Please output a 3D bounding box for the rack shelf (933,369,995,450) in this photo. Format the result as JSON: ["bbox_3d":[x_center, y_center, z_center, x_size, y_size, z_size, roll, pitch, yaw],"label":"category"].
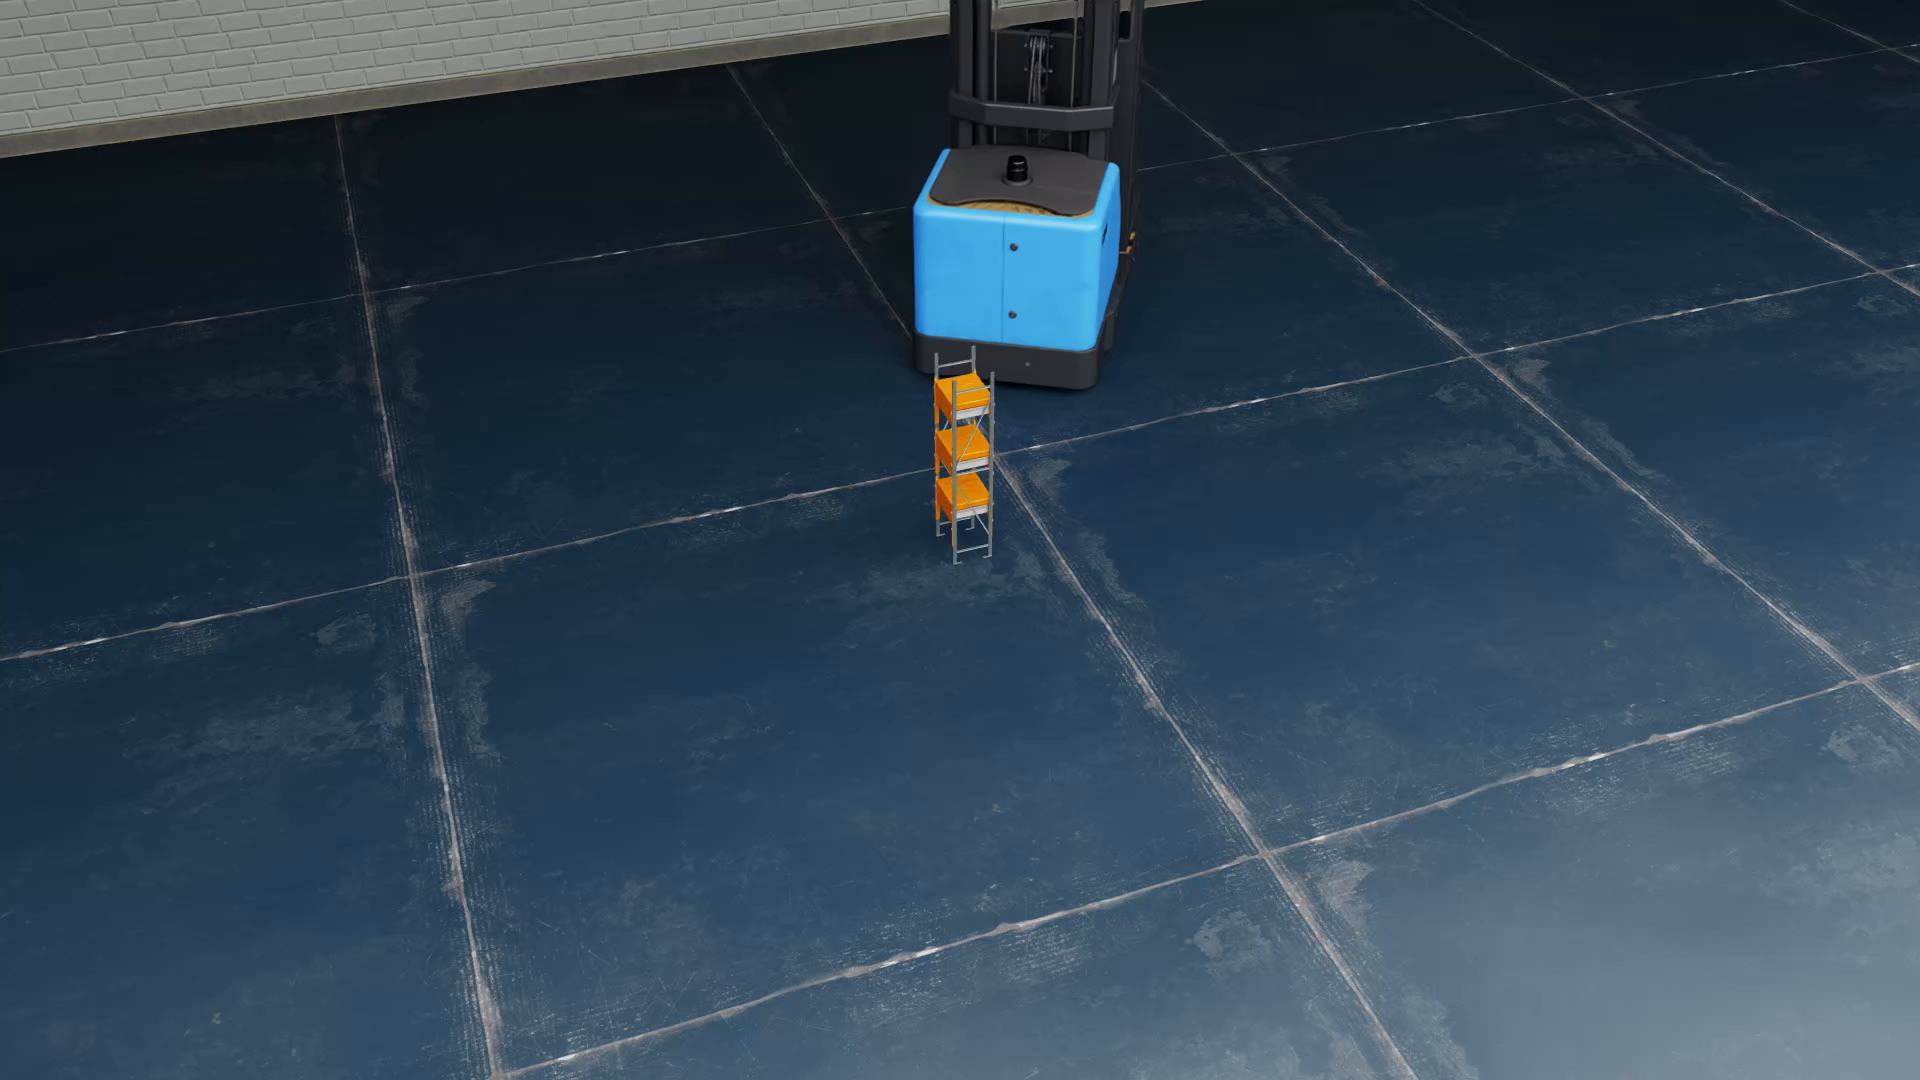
[{"bbox_3d":[0.018,-0.607,7.730,0.215,0.259,0.240,-12,39,-16],"label":"rack shelf"}]

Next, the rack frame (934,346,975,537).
[{"bbox_3d":[-0.024,-0.458,7.985,0.200,1.050,0.008,-12,39,-16],"label":"rack frame"}]

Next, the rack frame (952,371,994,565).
[{"bbox_3d":[0.060,-0.320,7.803,0.200,1.050,0.008,-12,39,-16],"label":"rack frame"}]

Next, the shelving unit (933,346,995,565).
[{"bbox_3d":[0.018,-0.389,7.894,0.215,1.050,0.252,-12,39,-16],"label":"shelving unit"}]

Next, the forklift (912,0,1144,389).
[{"bbox_3d":[0.532,-2.894,9.657,1.130,2.935,3.031,7,38,9],"label":"forklift"}]

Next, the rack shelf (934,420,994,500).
[{"bbox_3d":[0.018,-0.381,7.900,0.215,0.259,0.240,-12,39,-16],"label":"rack shelf"}]

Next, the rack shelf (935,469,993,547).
[{"bbox_3d":[0.018,-0.159,8.068,0.215,0.259,0.240,-12,39,-16],"label":"rack shelf"}]
